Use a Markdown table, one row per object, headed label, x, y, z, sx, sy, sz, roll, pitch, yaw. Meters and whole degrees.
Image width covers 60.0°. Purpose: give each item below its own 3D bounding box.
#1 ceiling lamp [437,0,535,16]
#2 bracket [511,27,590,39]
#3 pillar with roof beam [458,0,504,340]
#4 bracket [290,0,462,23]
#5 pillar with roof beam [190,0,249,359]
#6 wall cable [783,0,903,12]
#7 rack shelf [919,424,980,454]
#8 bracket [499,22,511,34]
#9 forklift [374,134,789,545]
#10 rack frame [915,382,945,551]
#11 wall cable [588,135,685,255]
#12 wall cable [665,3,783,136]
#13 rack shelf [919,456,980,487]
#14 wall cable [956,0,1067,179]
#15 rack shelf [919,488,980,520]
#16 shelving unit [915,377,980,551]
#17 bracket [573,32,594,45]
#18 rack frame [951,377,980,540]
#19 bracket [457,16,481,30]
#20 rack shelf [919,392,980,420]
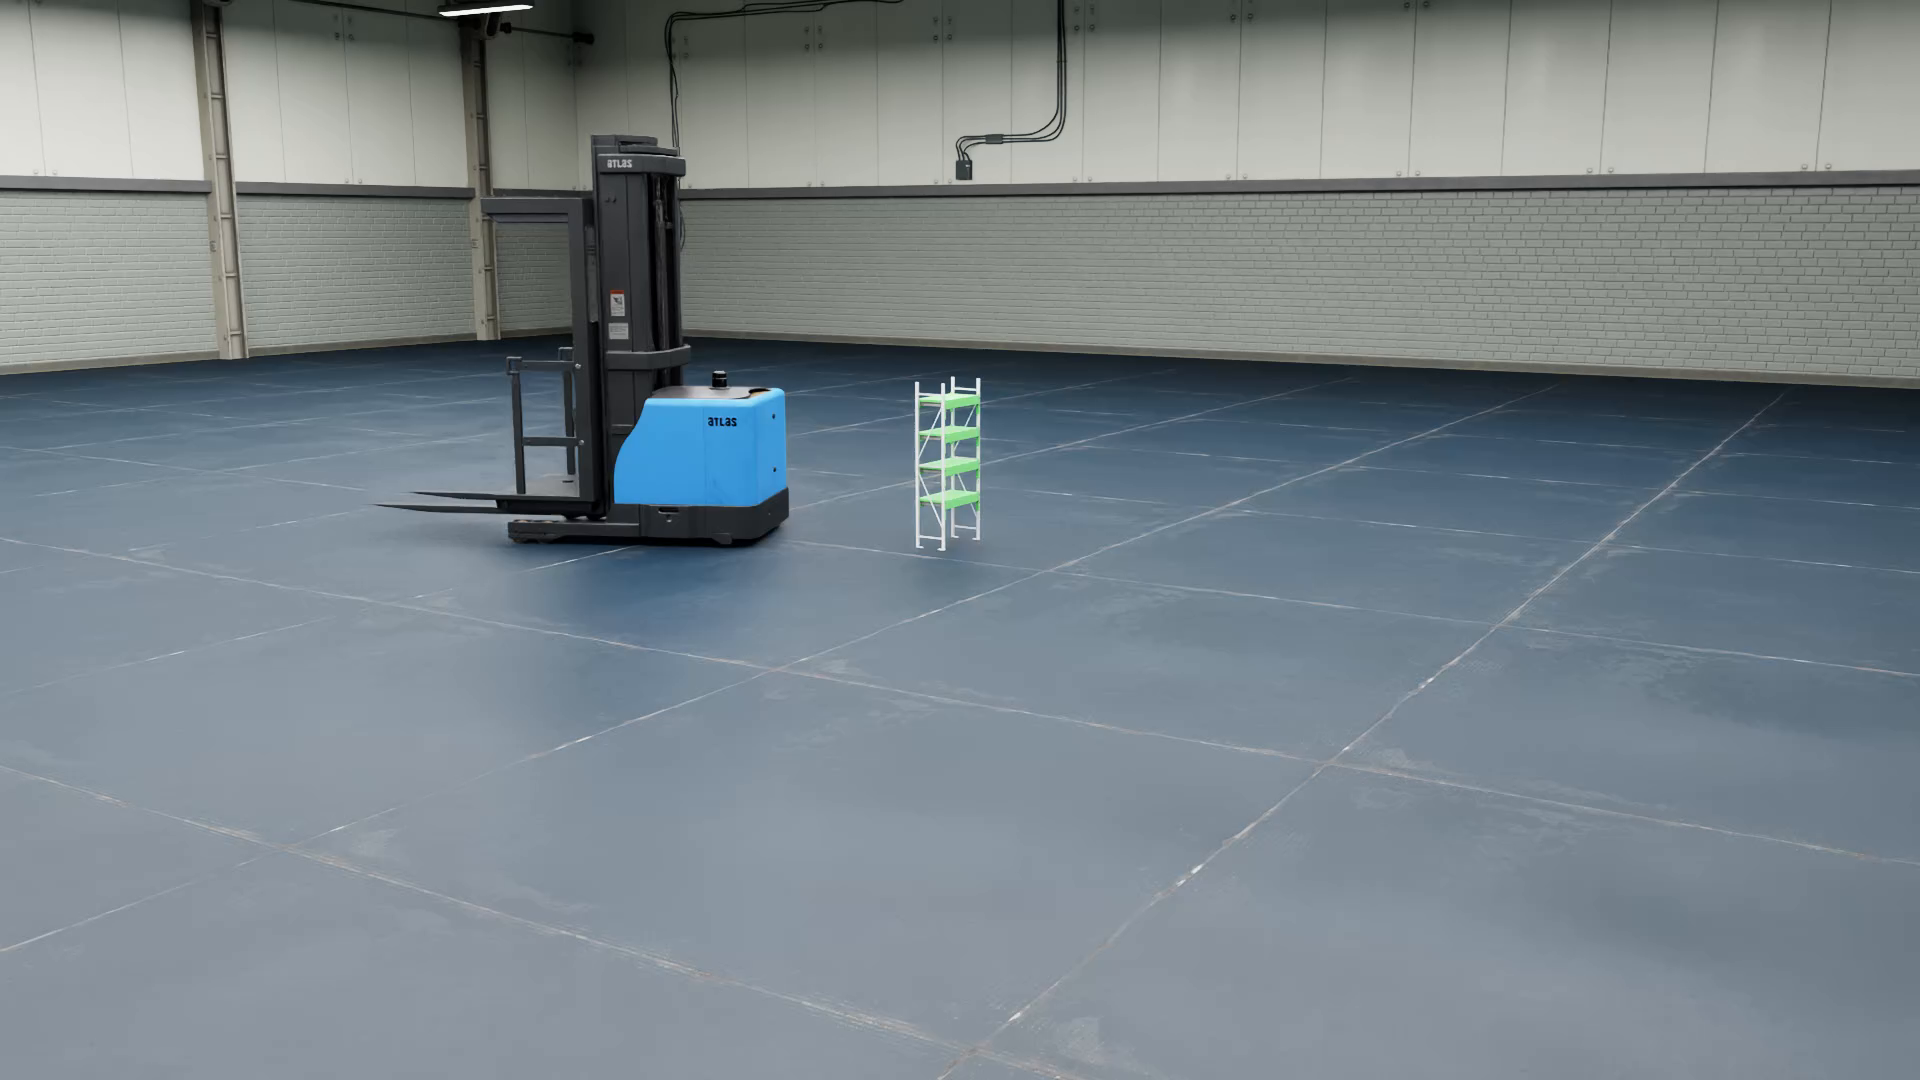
| label | x | y | z | sx | sy | sz | roll | pitch | yaw |
| --- | --- | --- | --- | --- | --- | --- | --- | --- | --- |
| ceiling lamp | -7.792 | -10.416 | 27.691 | 2.000 | 3.185 | 0.800 | 6 | 12 | 31 |
| bracket | -8.403 | -10.689 | 35.229 | 0.076 | 0.066 | 3.189 | 6 | 12 | 31 |
| pillar with roof beam | -6.166 | -8.197 | 31.701 | 9.100 | 9.000 | 0.548 | 6 | 12 | 31 |
| bracket | -11.095 | -9.874 | 30.872 | 0.076 | 0.066 | 4.783 | 6 | 12 | 31 |
| pillar with roof beam | -9.281 | -7.254 | 26.660 | 9.100 | 9.000 | 0.548 | 6 | 12 | 31 |
| wall cable | -2.229 | -11.583 | 32.140 | 3.097 | 2.526 | 0.112 | 6 | 12 | 31 |
| rack shelf | -0.086 | -0.737 | 12.087 | 0.258 | 0.148 | 0.480 | 6 | 12 | 31 |
| bracket | -9.326 | -10.409 | 33.734 | 0.235 | 0.232 | 0.430 | 6 | 12 | 31 |
| forklift | -2.890 | -1.509 | 12.465 | 3.031 | 2.935 | 1.130 | 2 | 11 | 8 |
| rack frame | -0.213 | -0.525 | 11.914 | 0.240 | 1.200 | 0.015 | 6 | 12 | 31 |
| wall cable | -7.186 | -7.419 | 35.983 | 3.097 | 2.526 | 0.112 | 6 | 12 | 31 |
| wall cable | -4.874 | -9.643 | 34.138 | 3.097 | 2.526 | 0.112 | 6 | 12 | 31 |
| rack shelf | -0.086 | -0.501 | 12.131 | 0.258 | 0.148 | 0.480 | 6 | 12 | 31 |
| wall cable | 0.920 | -9.708 | 30.527 | 2.305 | 6.003 | 0.169 | 6 | 12 | 31 |
| rack shelf | -0.086 | -0.265 | 12.175 | 0.258 | 0.148 | 0.480 | 6 | 12 | 31 |
| shelving unit | -0.086 | -0.564 | 12.119 | 0.258 | 1.200 | 0.503 | 6 | 12 | 31 |
| bracket | -8.096 | -10.782 | 35.725 | 0.235 | 0.232 | 0.430 | 6 | 12 | 31 |
| rack frame | 0.041 | -0.602 | 12.324 | 0.240 | 1.200 | 0.015 | 6 | 12 | 31 |
| bracket | -9.757 | -10.279 | 33.037 | 0.235 | 0.232 | 0.430 | 6 | 12 | 31 |
| rack shelf | -0.086 | -0.973 | 12.043 | 0.258 | 0.148 | 0.480 | 6 | 12 | 31 |
